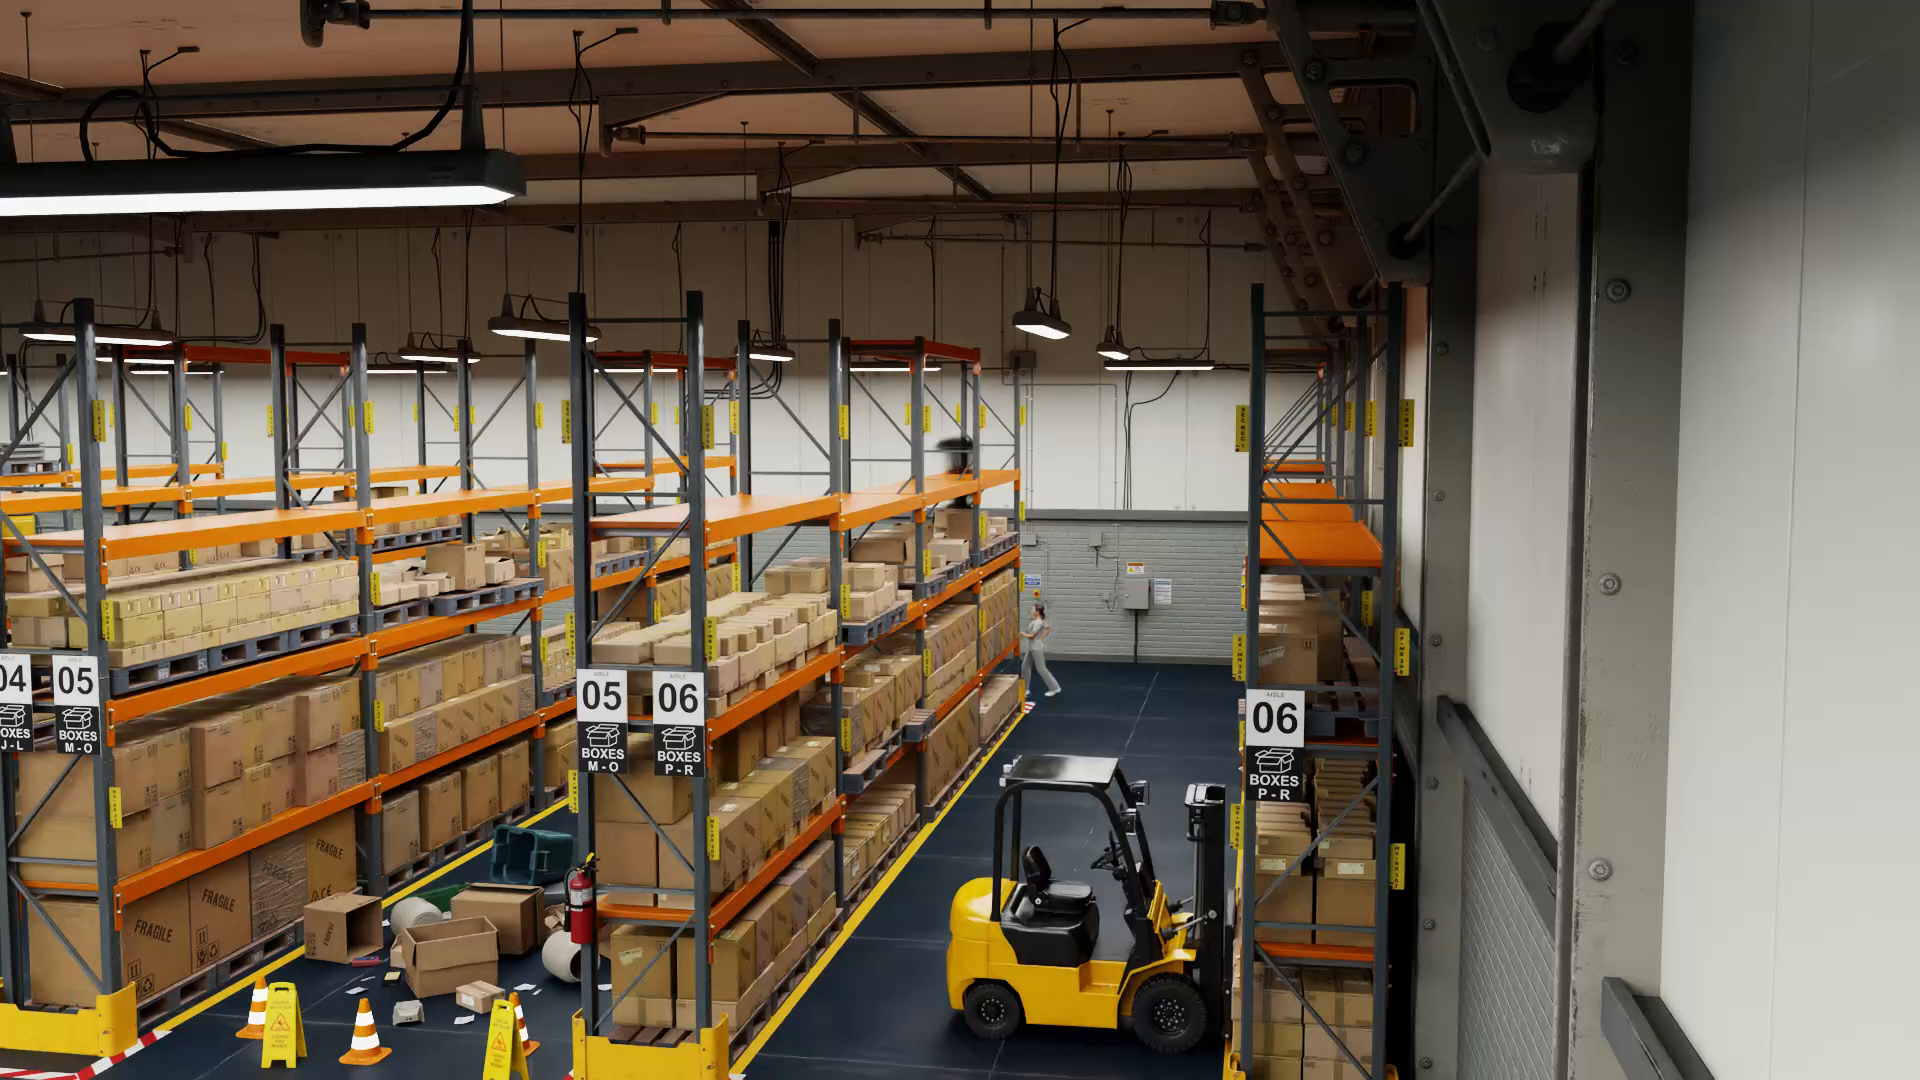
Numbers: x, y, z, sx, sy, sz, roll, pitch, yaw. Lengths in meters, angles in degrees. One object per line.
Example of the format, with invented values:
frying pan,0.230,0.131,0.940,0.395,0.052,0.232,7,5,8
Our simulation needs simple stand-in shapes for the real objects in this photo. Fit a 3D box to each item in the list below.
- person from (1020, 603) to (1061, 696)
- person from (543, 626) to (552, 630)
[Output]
person,1.365,1.962,29.277,0.849,1.709,0.556,0,5,3
person,-6.478,2.210,26.348,0.619,1.739,0.872,0,5,4
